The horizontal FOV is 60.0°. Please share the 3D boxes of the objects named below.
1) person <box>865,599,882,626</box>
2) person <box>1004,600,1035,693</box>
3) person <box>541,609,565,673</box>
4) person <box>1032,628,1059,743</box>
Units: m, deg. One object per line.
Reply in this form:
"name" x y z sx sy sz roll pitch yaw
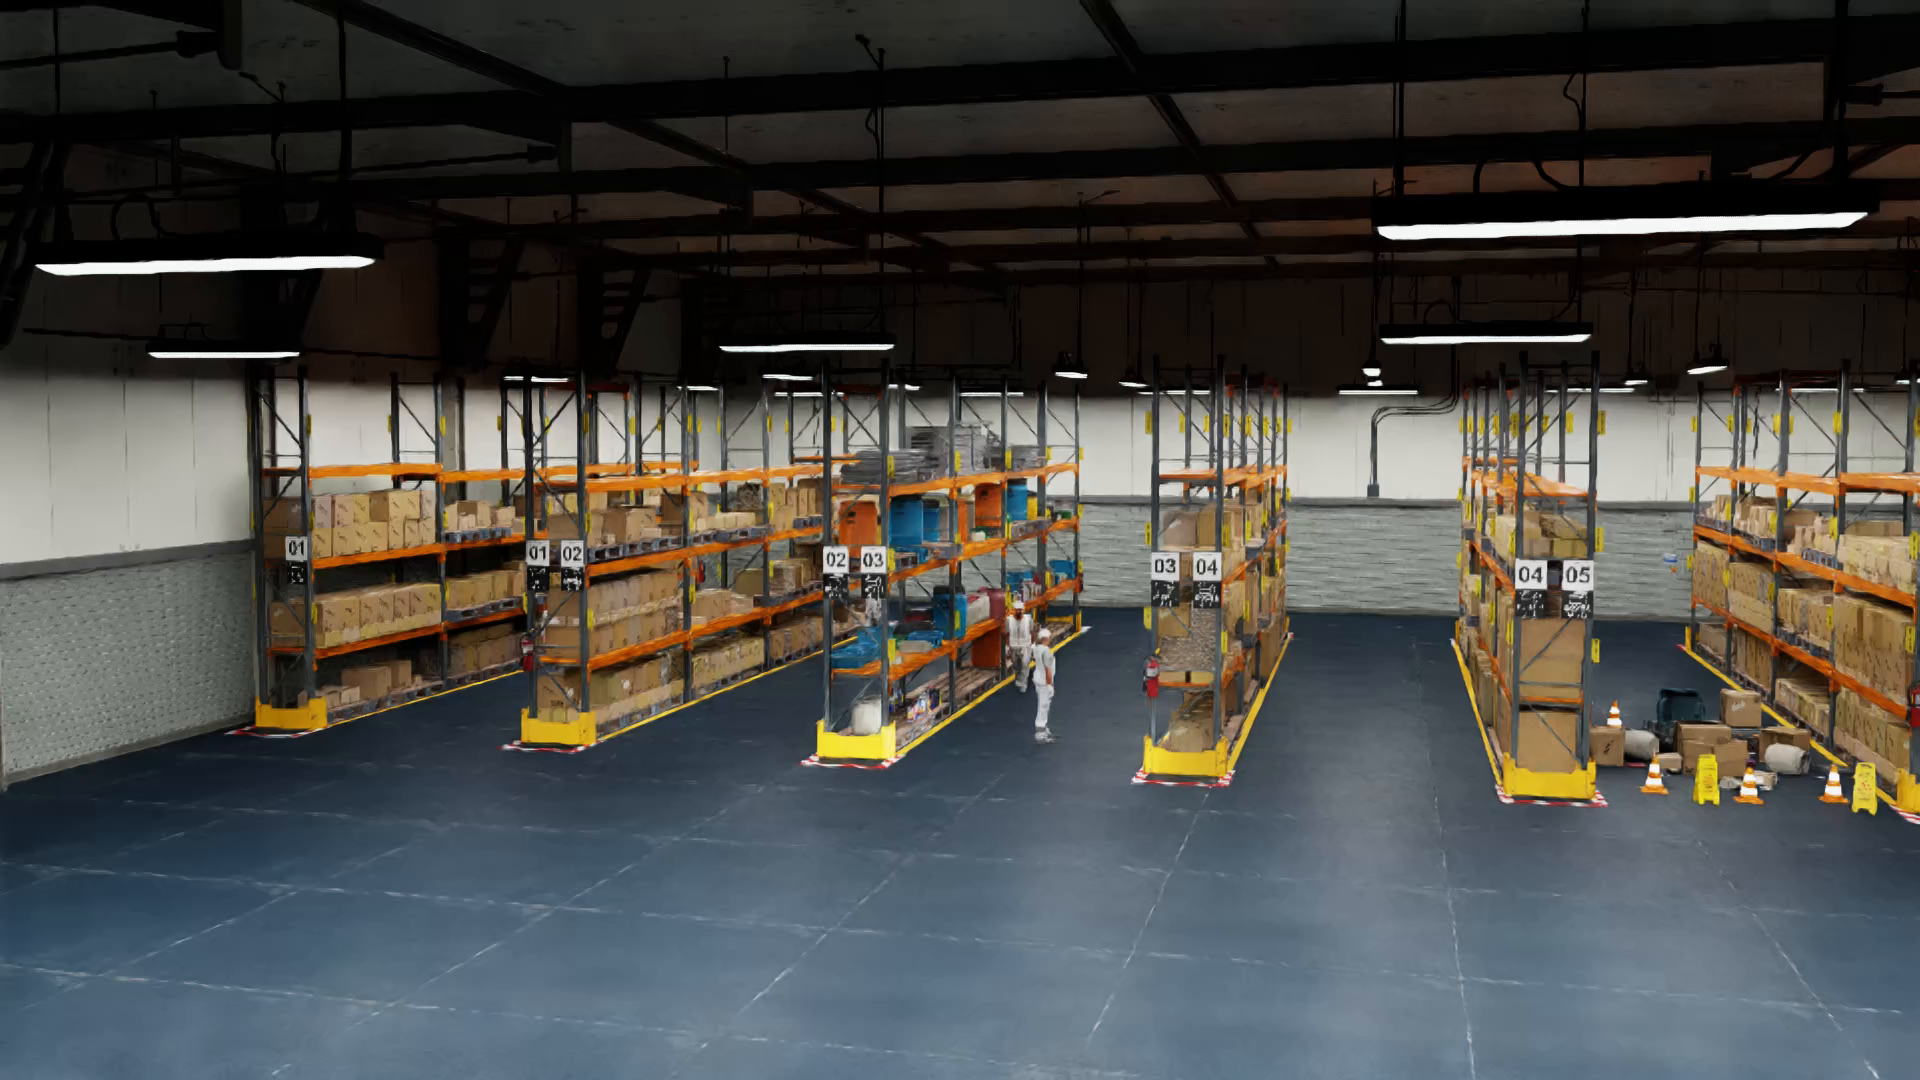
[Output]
"person" -1.867 1.671 36.647 0.481 1.583 1.093 1 4 12
"person" 1.106 1.977 31.243 0.571 1.702 1.114 1 4 12
"person" -7.902 1.896 32.499 0.538 1.715 1.026 0 4 6
"person" 1.380 2.280 26.267 0.451 1.789 0.575 -1 4 -14
